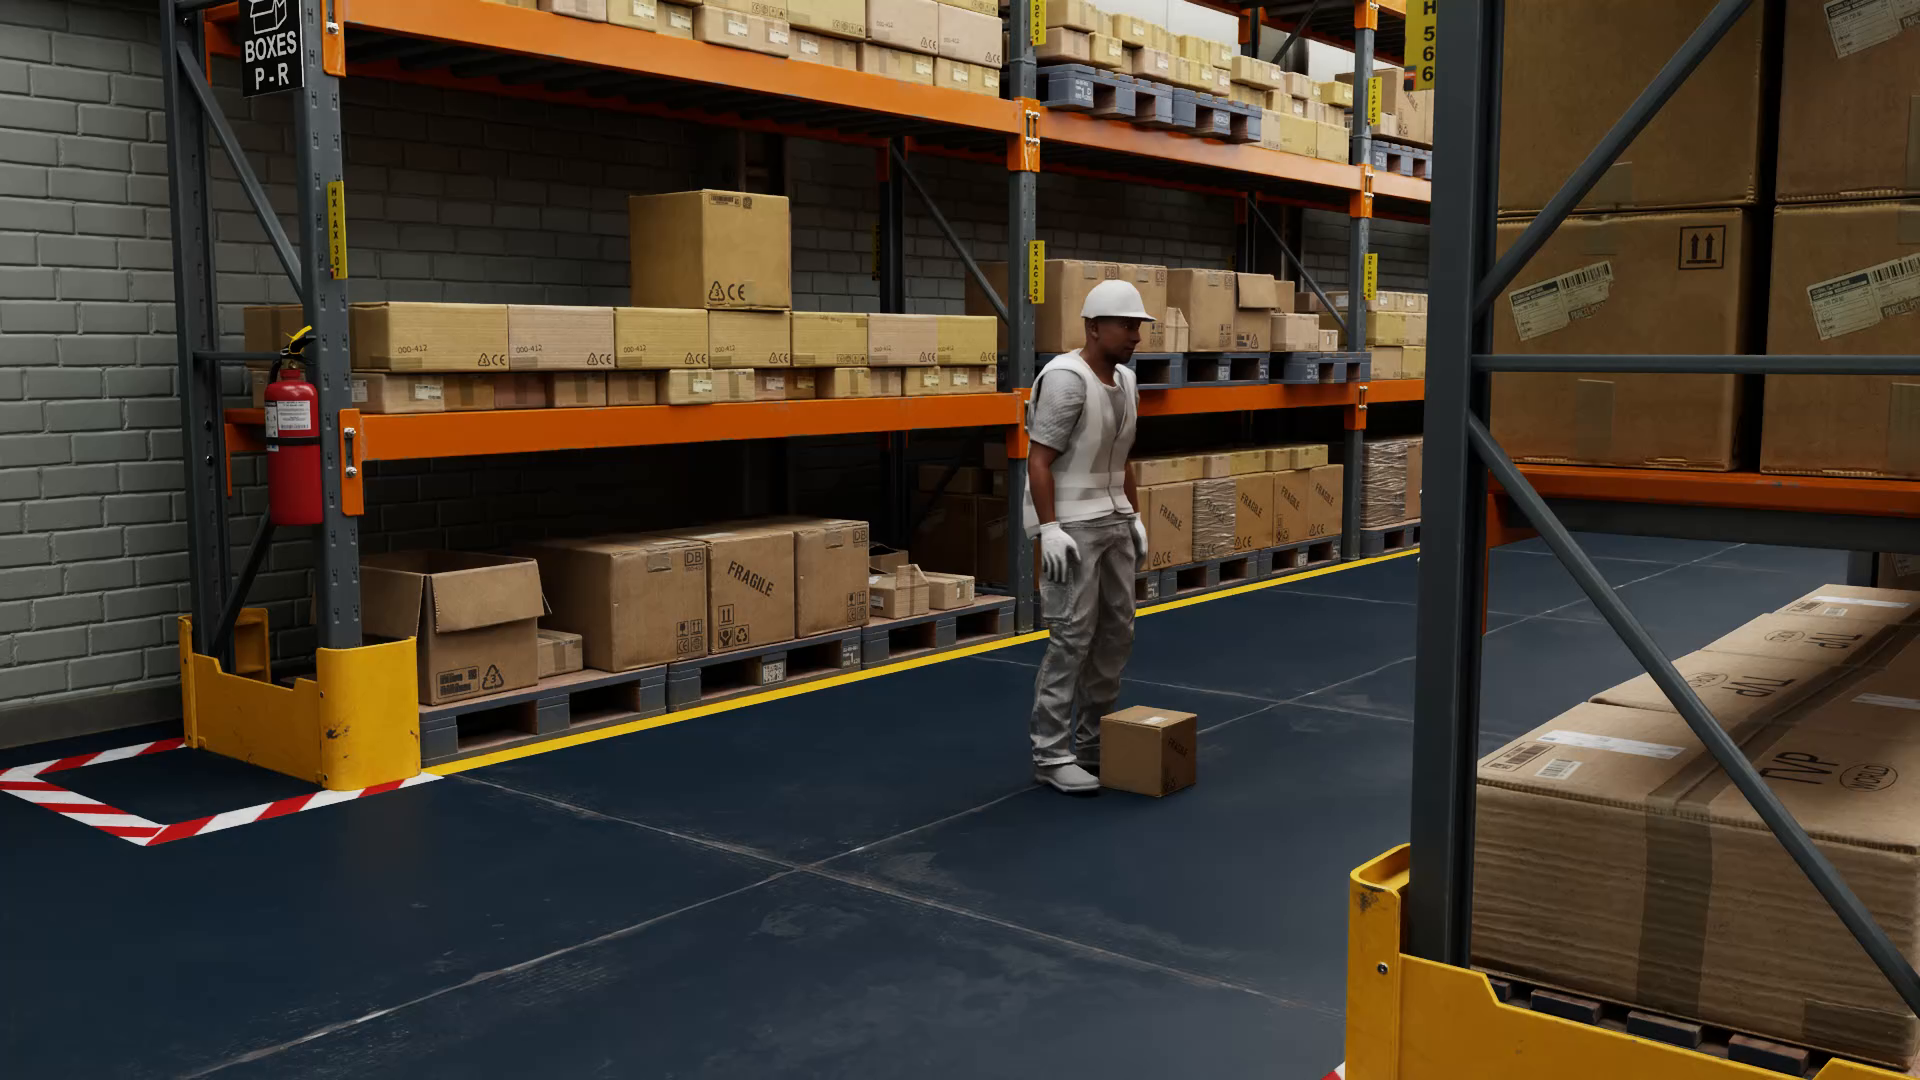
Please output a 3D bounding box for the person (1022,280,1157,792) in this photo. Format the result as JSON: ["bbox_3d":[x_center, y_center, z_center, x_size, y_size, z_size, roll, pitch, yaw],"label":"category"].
[{"bbox_3d":[0.467,-0.027,5.916,0.448,1.774,0.616,5,8,37],"label":"person"}]
